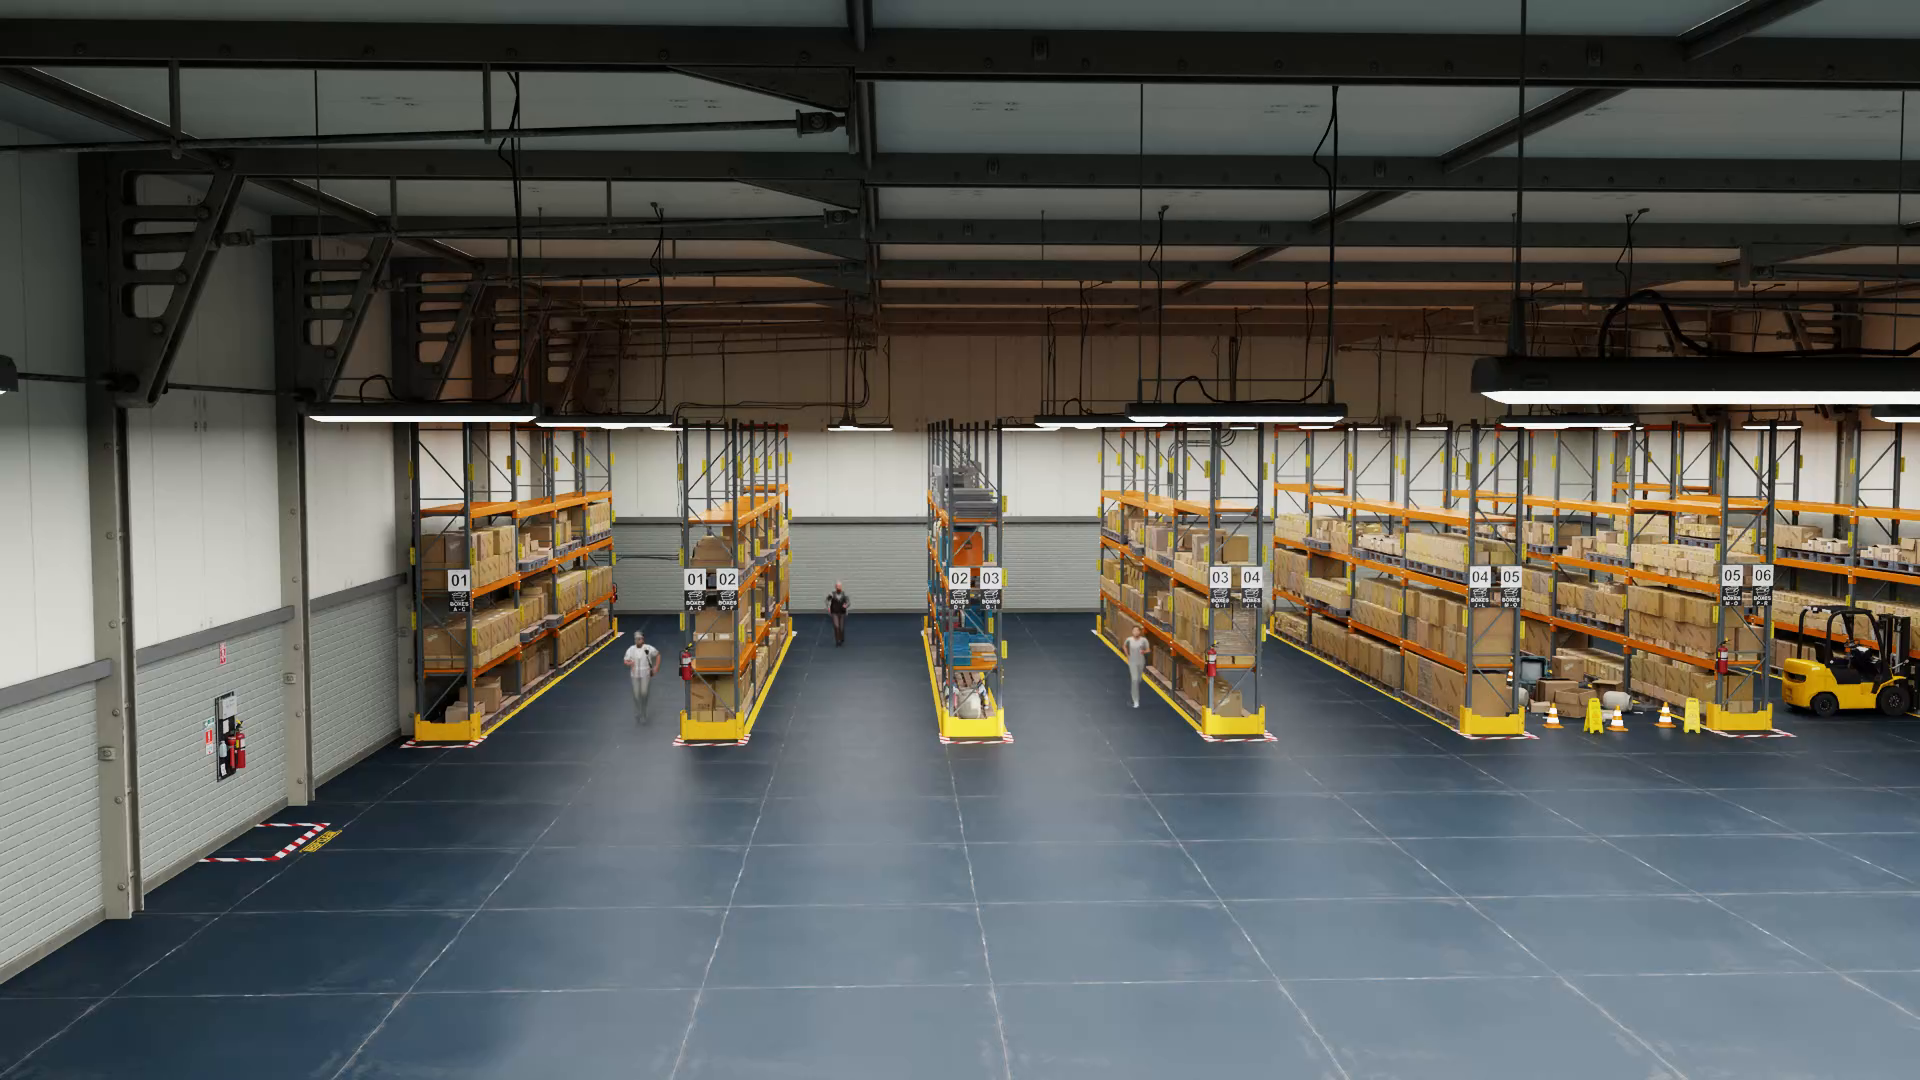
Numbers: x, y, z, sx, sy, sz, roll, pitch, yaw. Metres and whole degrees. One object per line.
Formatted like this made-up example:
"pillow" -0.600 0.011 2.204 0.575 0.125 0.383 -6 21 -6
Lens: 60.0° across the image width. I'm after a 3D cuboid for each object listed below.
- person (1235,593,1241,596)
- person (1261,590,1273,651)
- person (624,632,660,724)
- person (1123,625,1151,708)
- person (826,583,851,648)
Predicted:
"person" 7.739 1.876 47.219 0.677 1.639 0.584 0 4 5
"person" 7.897 2.115 43.456 0.553 1.619 0.688 0 4 -4
"person" -6.363 2.736 33.177 0.670 1.830 0.822 0 4 1
"person" 3.745 2.639 35.097 0.549 1.703 0.874 0 4 -3
"person" -3.269 1.994 44.758 0.672 1.714 0.960 -1 4 -11
